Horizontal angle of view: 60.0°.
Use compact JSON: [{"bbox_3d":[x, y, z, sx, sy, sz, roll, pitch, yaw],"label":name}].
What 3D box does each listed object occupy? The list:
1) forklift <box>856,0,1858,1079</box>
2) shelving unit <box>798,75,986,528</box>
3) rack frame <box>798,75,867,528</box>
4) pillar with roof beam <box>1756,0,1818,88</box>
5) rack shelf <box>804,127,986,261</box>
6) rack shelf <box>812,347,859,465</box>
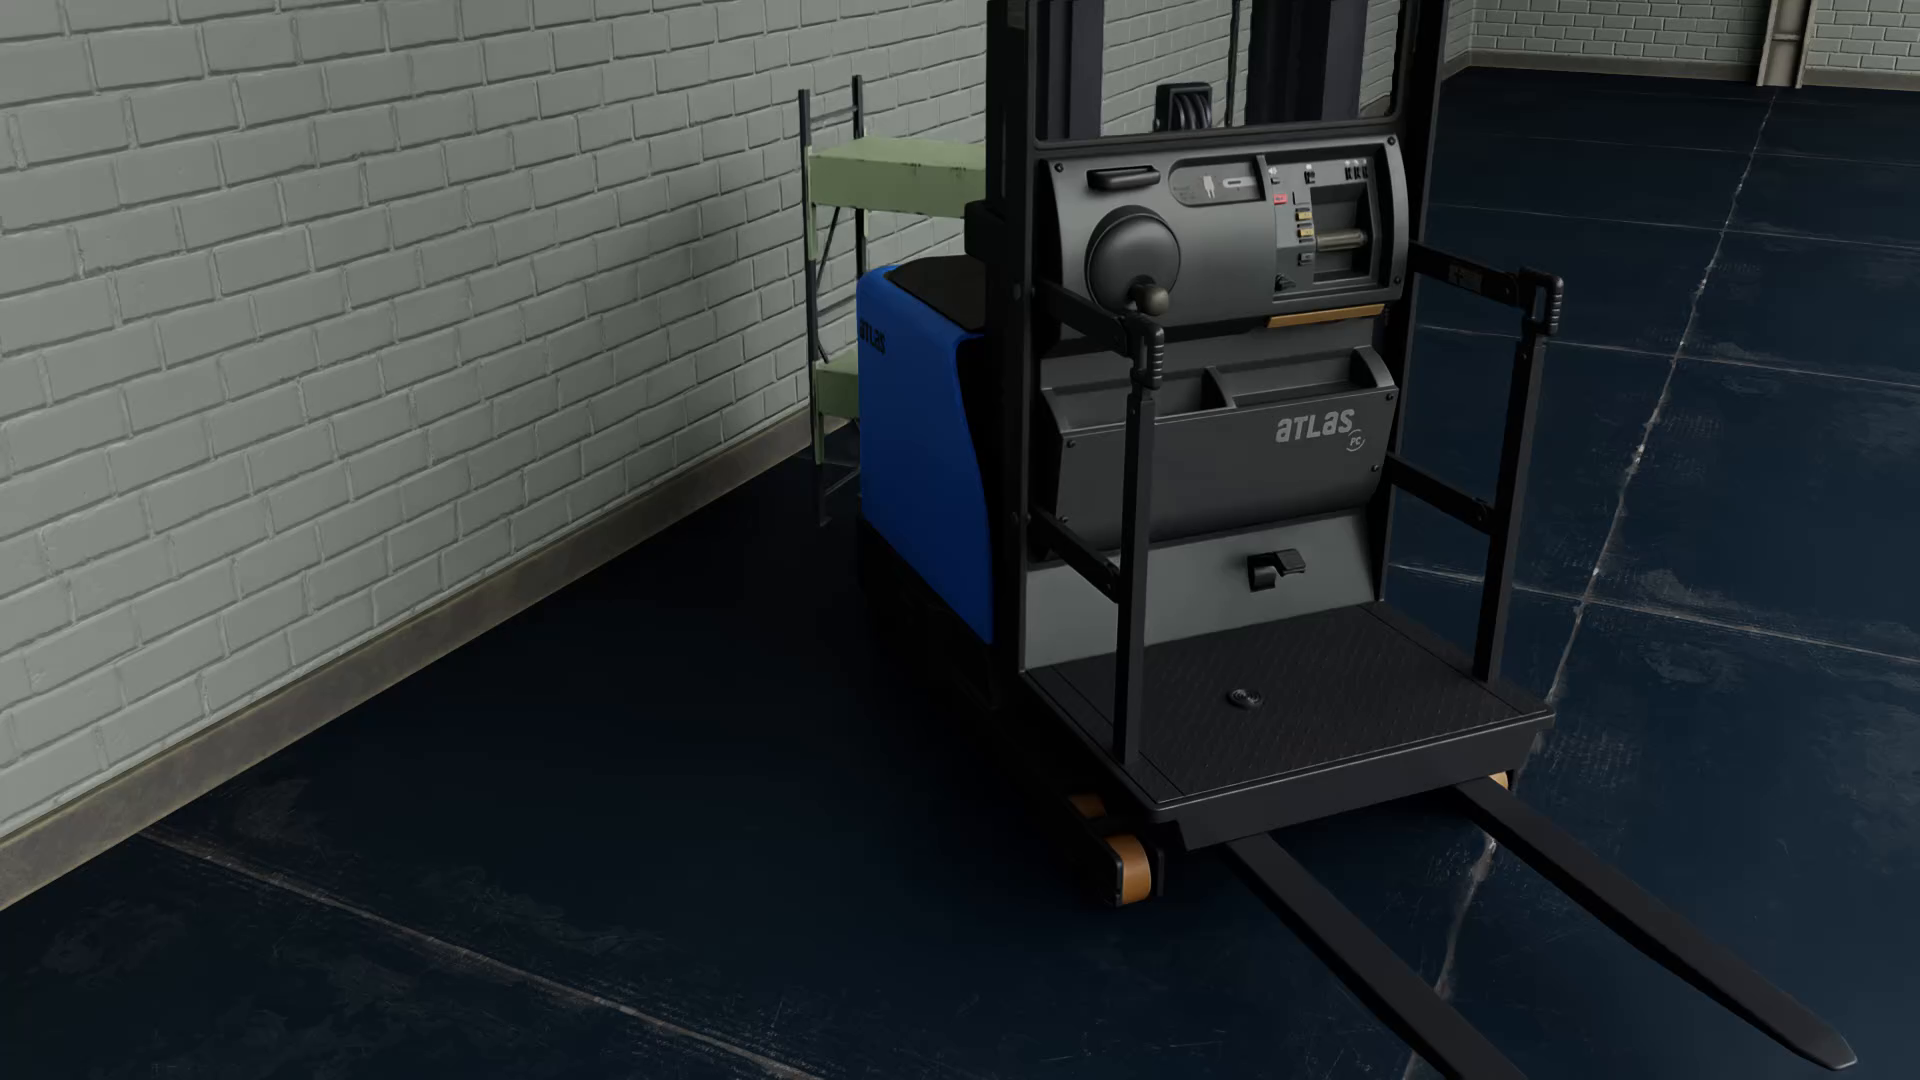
[{"bbox_3d":[0.718,-0.704,3.660,1.130,2.935,3.031,-9,25,-21],"label":"forklift"},{"bbox_3d":[-0.087,-0.747,5.591,0.755,1.500,0.431,10,25,22],"label":"shelving unit"},{"bbox_3d":[-0.421,-0.806,5.730,0.023,1.500,0.400,10,25,22],"label":"rack frame"},{"bbox_3d":[5.999,-7.050,10.830,0.400,9.000,9.100,11,25,25],"label":"pillar with roof beam"},{"bbox_3d":[-0.087,-1.106,5.438,0.720,0.370,0.431,10,25,22],"label":"rack shelf"},{"bbox_3d":[-0.087,-0.447,5.718,0.720,0.370,0.431,10,25,22],"label":"rack shelf"}]
